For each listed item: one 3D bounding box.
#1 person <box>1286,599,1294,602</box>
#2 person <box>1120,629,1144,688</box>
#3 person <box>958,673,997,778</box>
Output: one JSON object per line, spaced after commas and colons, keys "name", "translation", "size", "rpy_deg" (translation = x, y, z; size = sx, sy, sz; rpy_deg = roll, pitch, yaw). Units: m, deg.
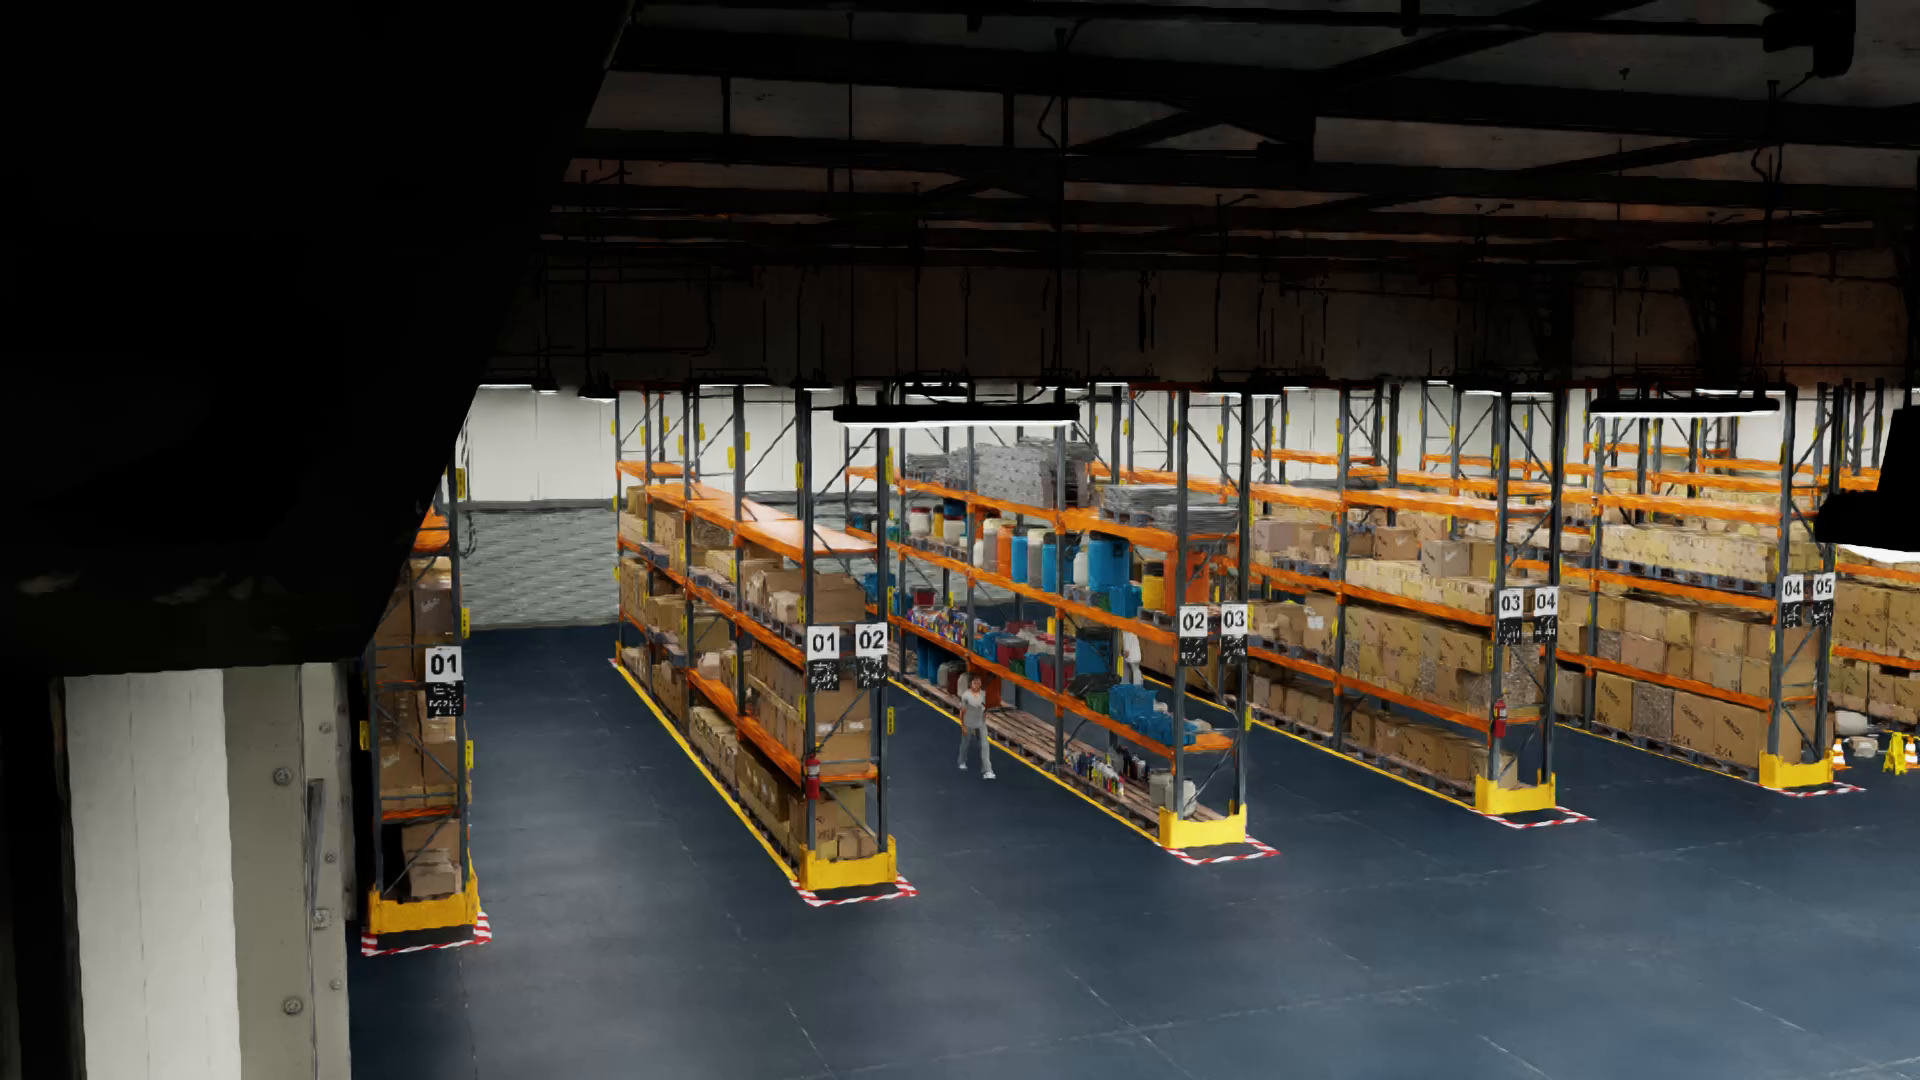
{"name": "person", "translation": [6.498, 2.005, 32.895], "size": [0.575, 1.689, 1.128], "rpy_deg": [-2, 6, -21]}
{"name": "person", "translation": [3.212, 2.067, 31.822], "size": [0.647, 1.773, 0.691], "rpy_deg": [0, 6, 2]}
{"name": "person", "translation": [0.212, 2.825, 25.555], "size": [0.446, 1.590, 1.110], "rpy_deg": [-2, 6, -17]}
